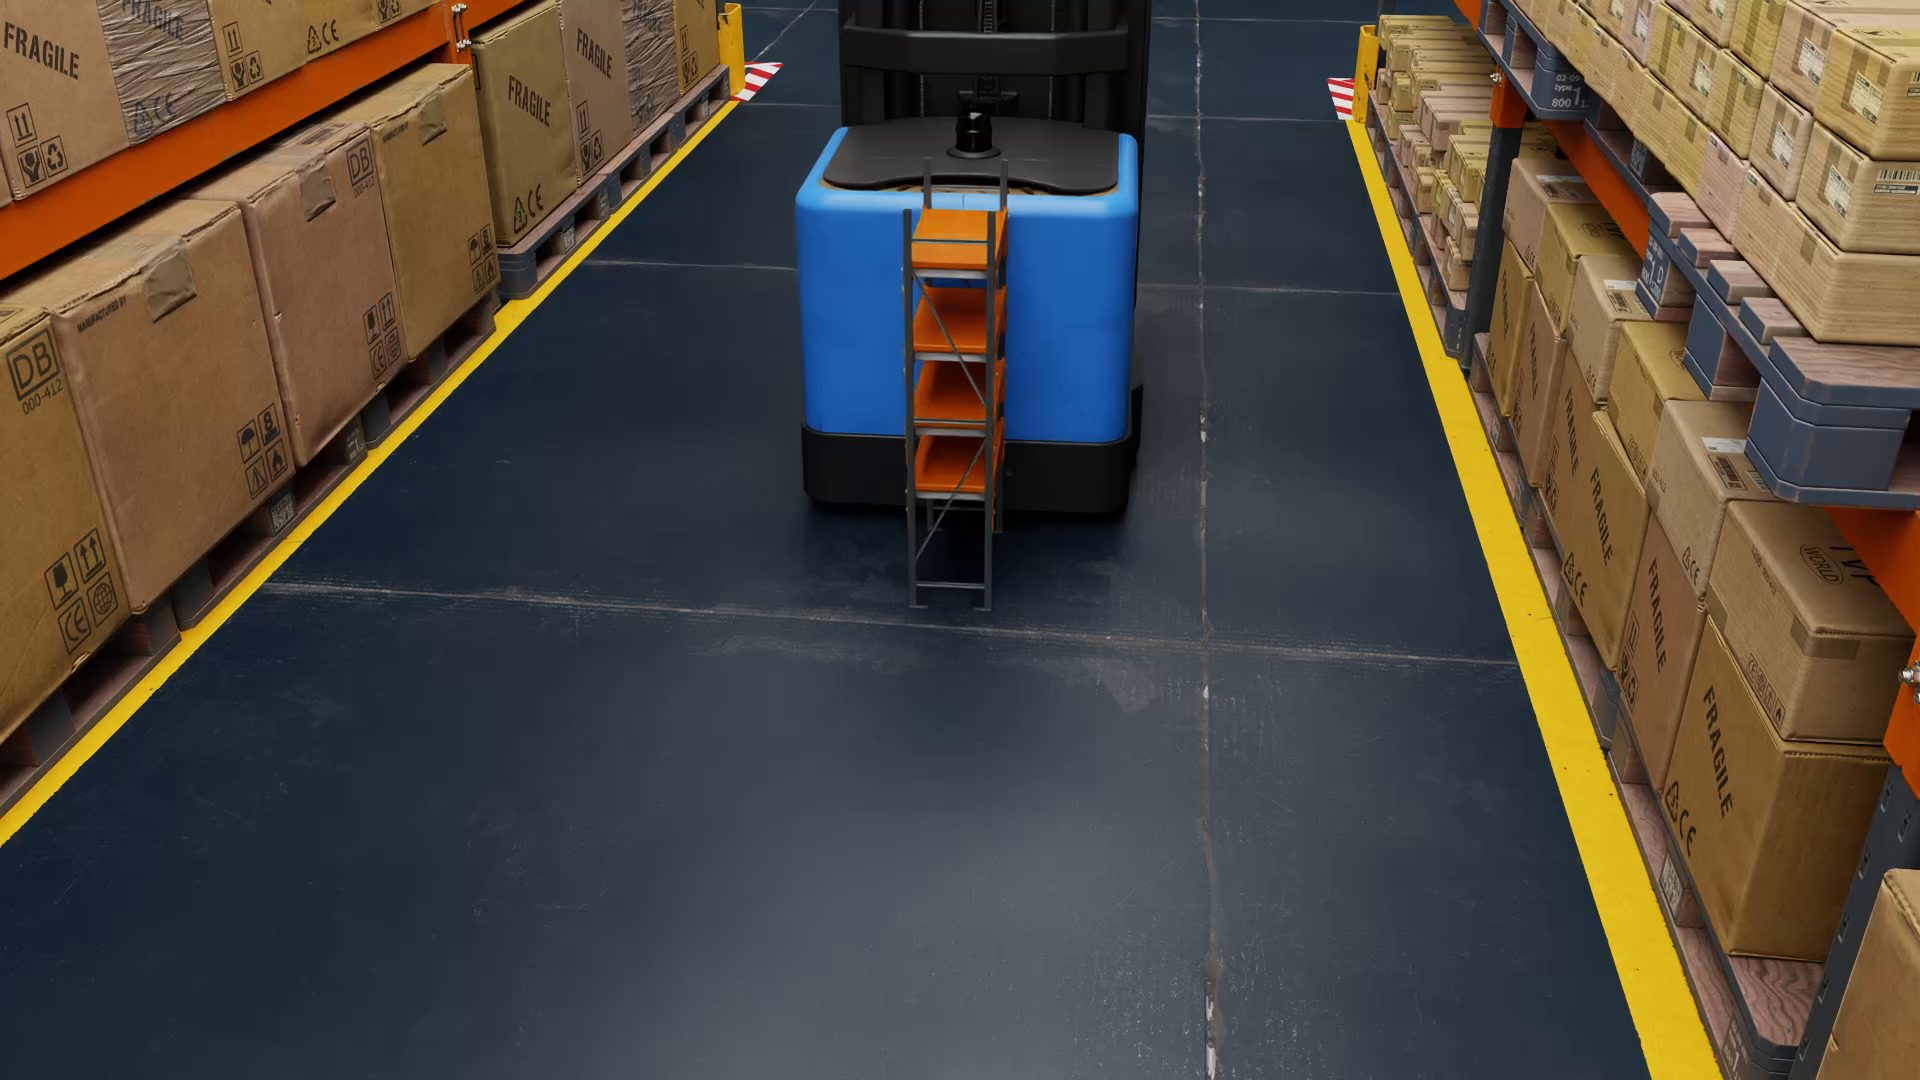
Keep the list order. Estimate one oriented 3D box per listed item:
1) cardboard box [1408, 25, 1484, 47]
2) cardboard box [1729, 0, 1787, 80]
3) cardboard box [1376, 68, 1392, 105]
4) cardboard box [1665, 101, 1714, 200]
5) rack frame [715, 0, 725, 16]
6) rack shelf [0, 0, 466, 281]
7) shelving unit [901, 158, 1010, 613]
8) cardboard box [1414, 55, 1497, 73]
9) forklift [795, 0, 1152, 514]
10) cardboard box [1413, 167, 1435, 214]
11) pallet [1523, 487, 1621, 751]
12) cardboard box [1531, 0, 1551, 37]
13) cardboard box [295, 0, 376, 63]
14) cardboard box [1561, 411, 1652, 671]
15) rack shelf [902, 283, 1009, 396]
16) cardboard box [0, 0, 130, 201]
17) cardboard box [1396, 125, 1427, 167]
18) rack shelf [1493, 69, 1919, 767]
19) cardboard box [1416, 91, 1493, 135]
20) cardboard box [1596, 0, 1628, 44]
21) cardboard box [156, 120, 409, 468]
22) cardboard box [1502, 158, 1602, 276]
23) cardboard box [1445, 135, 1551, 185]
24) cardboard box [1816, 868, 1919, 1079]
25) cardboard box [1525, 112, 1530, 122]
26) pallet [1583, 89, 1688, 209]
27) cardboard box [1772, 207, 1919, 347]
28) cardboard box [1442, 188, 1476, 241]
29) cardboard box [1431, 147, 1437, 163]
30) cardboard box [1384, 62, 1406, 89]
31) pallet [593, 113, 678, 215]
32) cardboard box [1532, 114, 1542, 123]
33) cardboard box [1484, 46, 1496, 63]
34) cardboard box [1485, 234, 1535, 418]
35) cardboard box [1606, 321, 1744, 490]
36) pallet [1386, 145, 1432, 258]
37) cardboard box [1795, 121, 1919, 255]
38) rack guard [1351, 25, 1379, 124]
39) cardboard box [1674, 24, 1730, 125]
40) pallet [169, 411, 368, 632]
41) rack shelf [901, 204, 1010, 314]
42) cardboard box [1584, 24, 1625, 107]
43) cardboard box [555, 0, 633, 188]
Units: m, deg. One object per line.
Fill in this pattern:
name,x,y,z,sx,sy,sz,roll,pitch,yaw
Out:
cardboard box,2.626,-2.686,9.009,0.380,0.149,0.250,4,29,7
cardboard box,1.632,-0.927,3.003,0.380,0.149,0.250,4,29,8
cardboard box,2.560,-2.560,9.401,0.380,0.149,0.250,4,29,7
cardboard box,1.664,-0.780,3.358,0.380,0.149,0.250,3,28,6
rack frame,-1.968,-4.194,9.872,1.000,3.000,0.127,3,28,6
rack shelf,-2.703,-1.053,4.800,1.077,0.370,4.000,3,28,6
shelving unit,-0.007,-0.440,4.801,0.258,1.200,0.503,2,28,5
cardboard box,2.477,-2.323,8.335,0.380,0.149,0.250,4,29,8
forklift,0.142,-2.043,5.952,1.130,2.935,3.031,2,28,5
cardboard box,2.289,-1.596,7.614,0.380,0.149,0.250,3,28,6
pallet,2.211,0.195,4.665,1.003,0.211,1.213,3,28,6
cardboard box,1.853,-1.524,4.739,0.380,0.149,0.250,4,29,7
cardboard box,-2.312,-1.886,5.483,0.500,0.500,0.500,4,29,8
cardboard box,1.899,0.005,4.272,0.500,0.500,0.500,2,28,4
rack shelf,-0.007,-0.577,4.727,0.258,0.148,0.480,2,28,5
cardboard box,-2.498,-1.169,4.152,0.500,0.500,0.500,3,28,5
cardboard box,2.392,-1.963,8.293,0.380,0.149,0.250,2,28,4
rack shelf,2.207,-0.717,4.176,1.077,0.370,4.000,3,28,6
cardboard box,2.324,-1.967,7.675,0.380,0.149,0.250,2,28,4
cardboard box,1.758,-1.285,3.981,0.380,0.149,0.250,3,28,5
cardboard box,-2.625,-0.837,5.439,1.225,0.875,0.875,2,28,4
cardboard box,2.099,-1.057,5.451,0.500,0.250,0.500,2,28,4
cardboard box,2.253,-1.589,6.973,0.380,0.149,0.250,3,28,6
cardboard box,1.798,0.995,2.170,1.050,0.750,0.750,3,28,6
cardboard box,3.048,-2.164,8.354,0.380,0.149,0.250,4,29,7
pallet,2.164,-0.942,4.038,1.003,0.211,1.213,3,28,6
cardboard box,1.566,-0.425,2.699,0.380,0.149,0.250,4,29,7
cardboard box,2.196,-1.331,6.806,0.380,0.149,0.250,2,28,4
cardboard box,2.404,-1.816,7.708,0.380,0.149,0.250,2,28,4
cardboard box,2.534,-2.561,9.091,0.380,0.149,0.250,3,28,6
pallet,-2.140,-2.012,8.763,1.003,0.211,1.213,3,28,6
cardboard box,2.848,-1.937,7.619,0.380,0.149,0.250,2,28,4
cardboard box,3.041,-2.671,8.980,0.380,0.149,0.250,4,29,7
cardboard box,2.098,-0.727,5.629,0.500,0.500,0.500,4,29,8
cardboard box,1.915,-0.320,4.084,0.500,0.250,0.500,4,29,7
pallet,2.646,-1.641,8.074,1.003,0.211,1.213,3,28,6
cardboard box,1.571,-0.556,2.628,0.380,0.149,0.250,4,29,7
rack guard,2.933,-2.722,9.775,1.175,0.500,0.348,3,28,6
cardboard box,1.662,-0.924,3.311,0.380,0.149,0.250,3,29,6
pallet,-2.625,-0.140,5.287,1.003,0.211,1.213,3,28,6
rack shelf,-0.006,-0.785,4.614,0.258,0.148,0.480,2,28,5
cardboard box,1.759,-1.157,4.057,0.380,0.149,0.250,2,28,4
cardboard box,-2.188,-2.290,8.135,0.875,0.875,0.875,3,28,6
